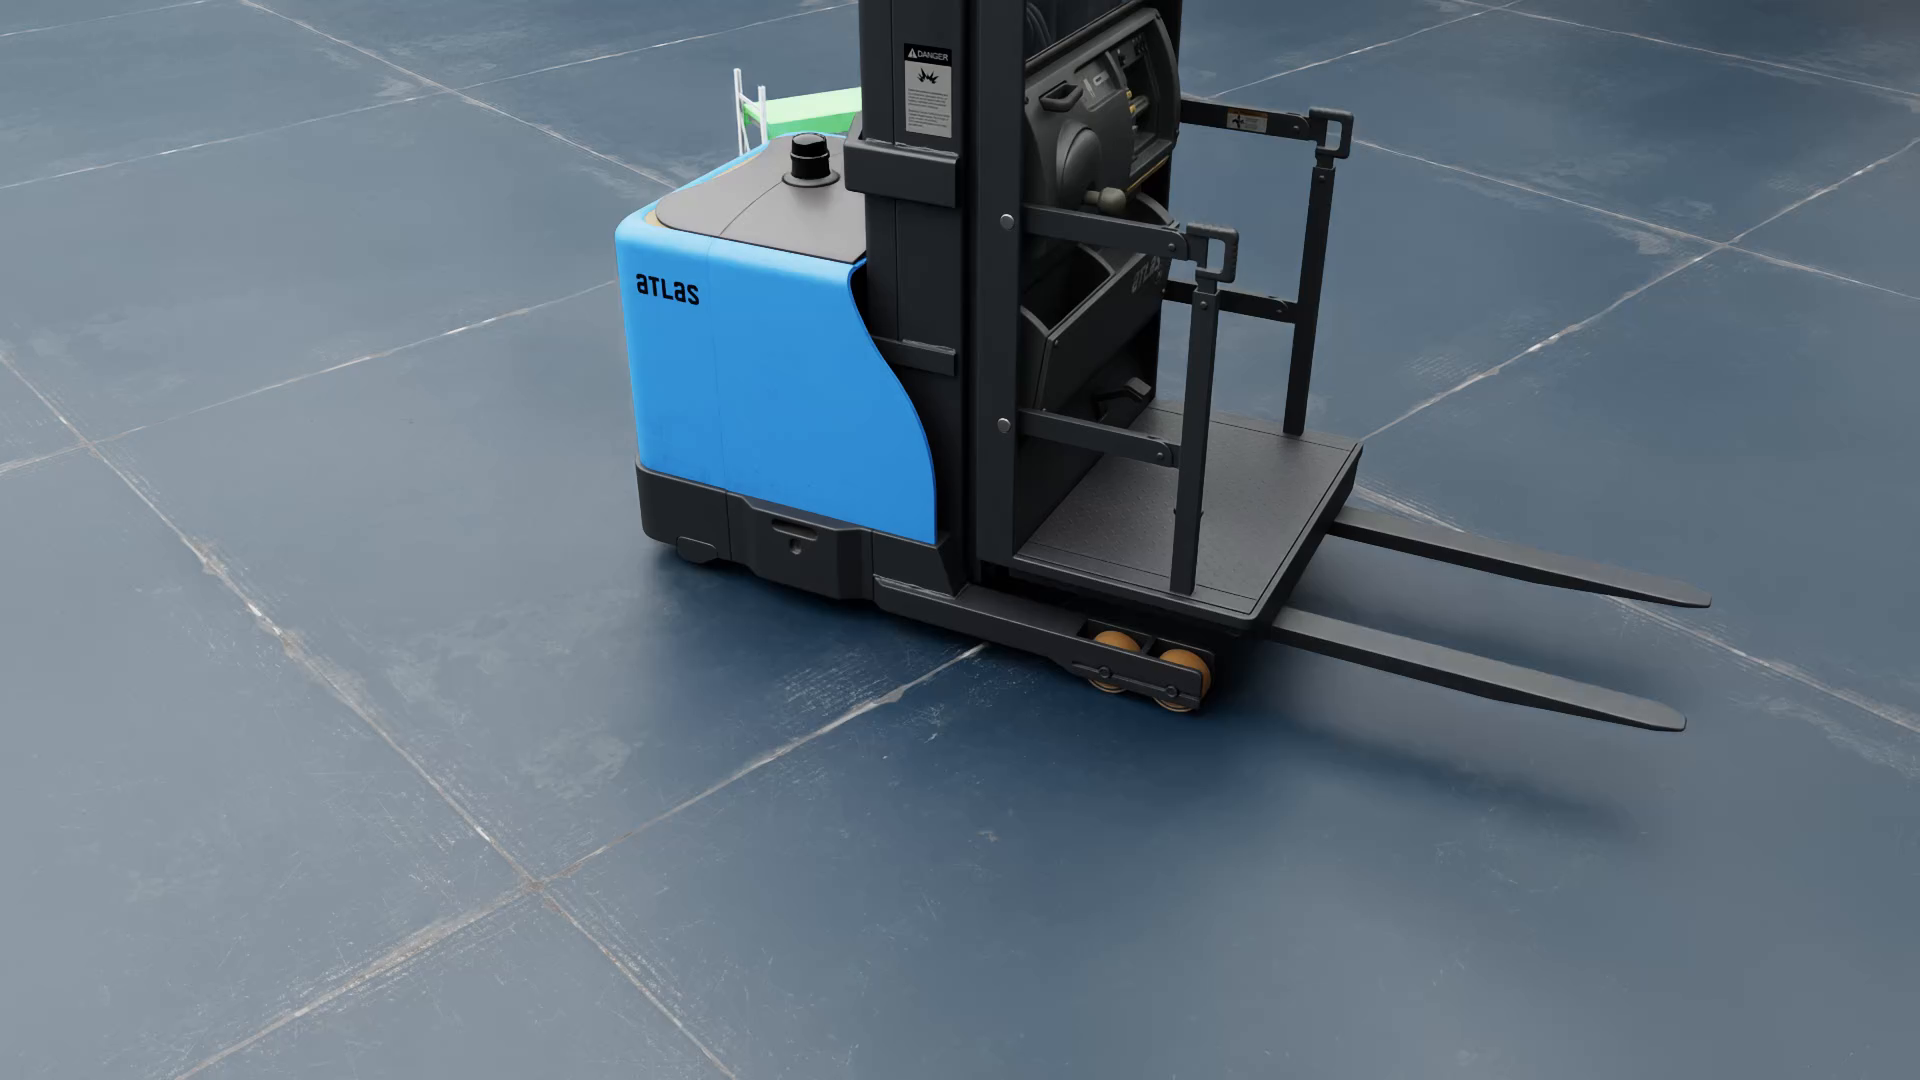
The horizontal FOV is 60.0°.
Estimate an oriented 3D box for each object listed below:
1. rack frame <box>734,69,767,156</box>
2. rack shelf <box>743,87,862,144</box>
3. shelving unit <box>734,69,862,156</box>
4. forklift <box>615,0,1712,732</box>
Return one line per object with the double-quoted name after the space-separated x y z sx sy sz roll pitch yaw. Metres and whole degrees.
-0.685 -0.989 5.717 0.015 1.200 0.240 -15 35 -23 "rack frame"
-0.468 -1.402 5.595 0.480 0.148 0.258 -15 35 -23 "rack shelf"
-0.468 -1.047 5.812 0.503 1.200 0.258 -15 35 -23 "shelving unit"
0.563 -1.104 4.245 3.031 2.935 1.130 15 34 22 "forklift"
